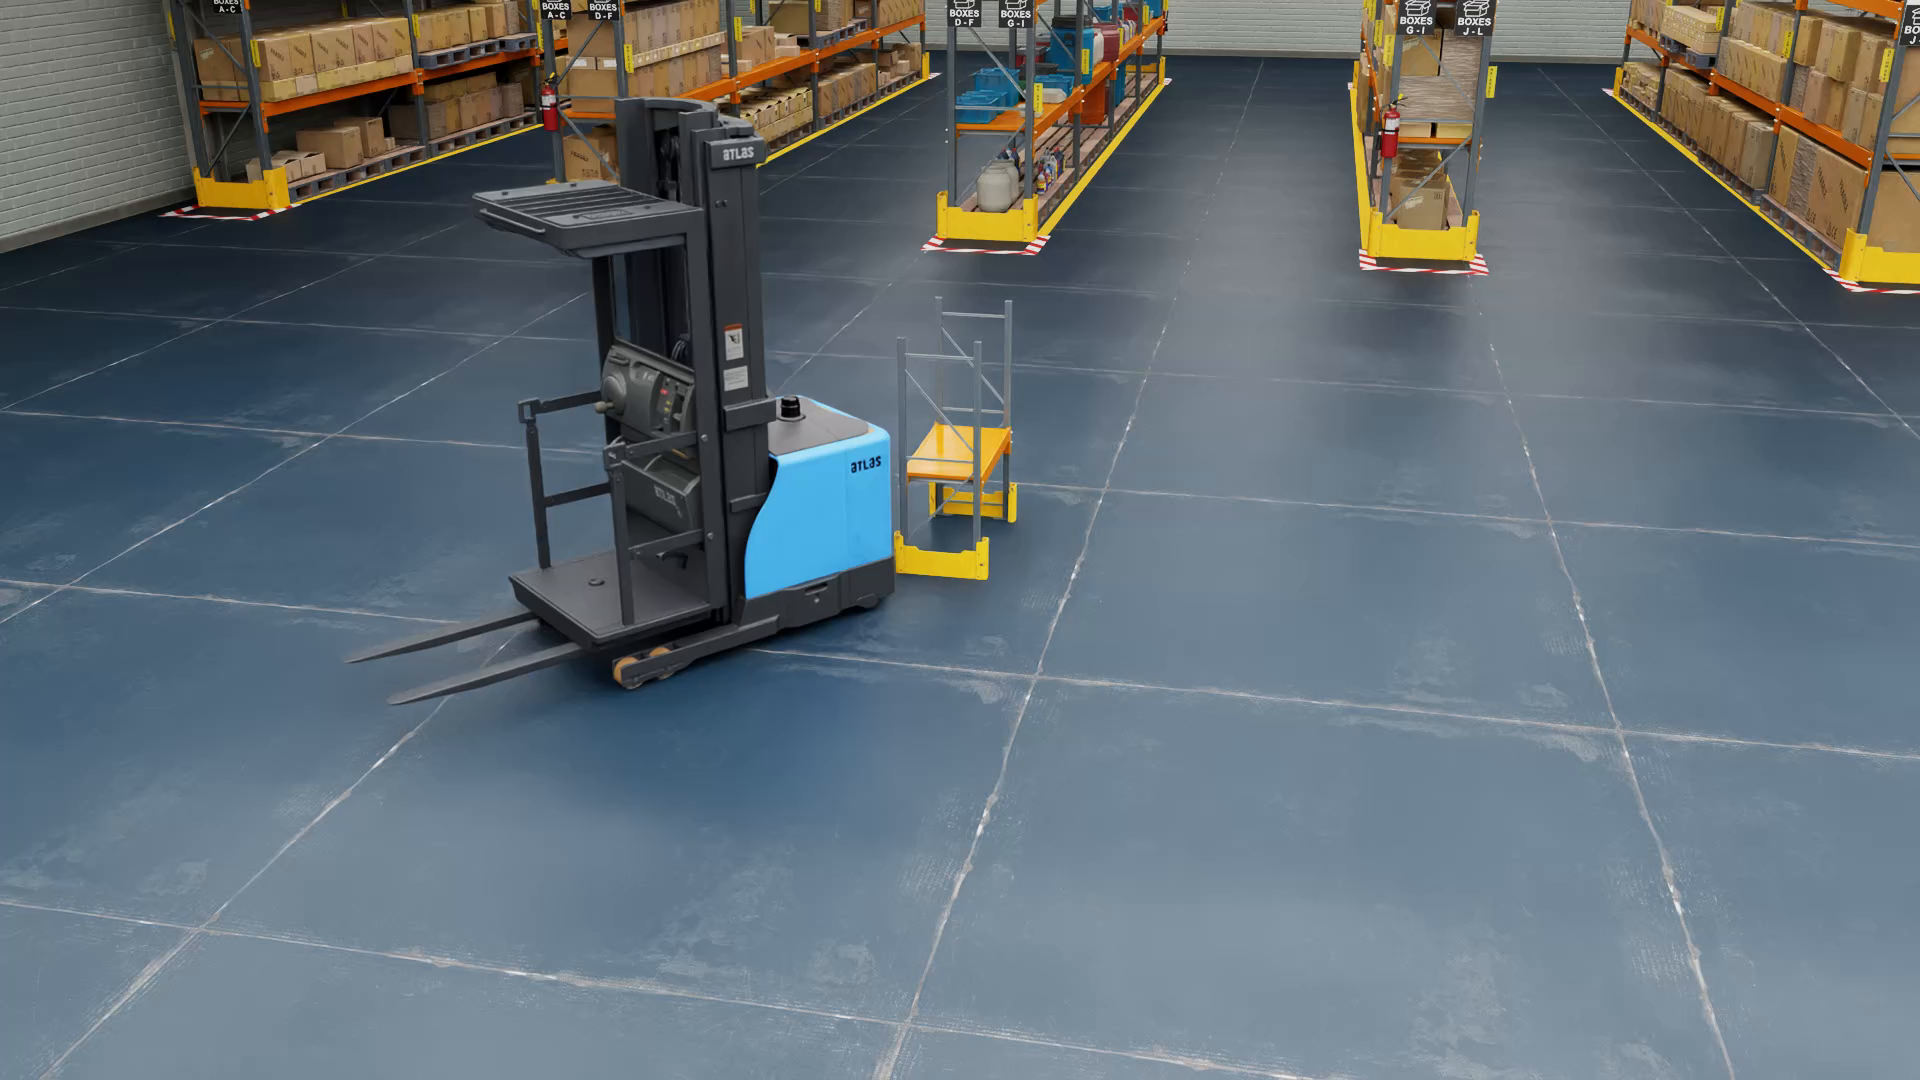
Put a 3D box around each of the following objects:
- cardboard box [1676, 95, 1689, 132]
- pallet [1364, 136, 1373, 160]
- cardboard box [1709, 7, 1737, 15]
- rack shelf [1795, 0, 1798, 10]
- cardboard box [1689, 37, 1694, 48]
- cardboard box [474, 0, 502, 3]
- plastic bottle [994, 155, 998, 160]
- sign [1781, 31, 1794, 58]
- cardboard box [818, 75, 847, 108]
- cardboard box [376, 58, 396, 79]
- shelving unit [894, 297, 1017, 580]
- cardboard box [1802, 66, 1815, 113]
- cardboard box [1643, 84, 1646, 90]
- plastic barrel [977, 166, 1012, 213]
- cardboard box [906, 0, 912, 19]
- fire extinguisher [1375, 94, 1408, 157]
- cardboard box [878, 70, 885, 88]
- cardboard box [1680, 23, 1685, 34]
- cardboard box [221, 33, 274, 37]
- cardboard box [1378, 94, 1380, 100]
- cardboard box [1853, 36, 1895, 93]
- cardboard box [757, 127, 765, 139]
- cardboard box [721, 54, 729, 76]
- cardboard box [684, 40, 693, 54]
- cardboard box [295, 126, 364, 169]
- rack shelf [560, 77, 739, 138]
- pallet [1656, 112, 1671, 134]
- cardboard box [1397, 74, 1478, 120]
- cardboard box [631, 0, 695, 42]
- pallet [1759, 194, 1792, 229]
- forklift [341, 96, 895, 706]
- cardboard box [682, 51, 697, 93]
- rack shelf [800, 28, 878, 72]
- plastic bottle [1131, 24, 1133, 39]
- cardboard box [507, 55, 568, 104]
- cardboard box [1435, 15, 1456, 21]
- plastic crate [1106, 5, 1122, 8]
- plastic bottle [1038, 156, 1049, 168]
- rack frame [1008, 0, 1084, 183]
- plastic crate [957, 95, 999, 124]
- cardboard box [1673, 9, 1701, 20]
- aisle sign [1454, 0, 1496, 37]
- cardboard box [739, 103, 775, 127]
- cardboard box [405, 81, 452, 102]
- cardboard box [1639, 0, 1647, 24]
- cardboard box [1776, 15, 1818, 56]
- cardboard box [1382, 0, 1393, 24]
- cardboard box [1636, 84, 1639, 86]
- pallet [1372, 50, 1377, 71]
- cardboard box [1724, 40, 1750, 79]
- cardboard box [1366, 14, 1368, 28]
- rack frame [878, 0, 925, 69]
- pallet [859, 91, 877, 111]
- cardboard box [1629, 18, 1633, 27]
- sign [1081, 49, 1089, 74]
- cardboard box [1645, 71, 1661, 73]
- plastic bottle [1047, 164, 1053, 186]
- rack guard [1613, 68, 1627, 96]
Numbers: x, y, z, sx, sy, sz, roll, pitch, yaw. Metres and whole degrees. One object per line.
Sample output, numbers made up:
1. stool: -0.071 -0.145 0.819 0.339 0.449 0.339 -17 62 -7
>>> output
1. cardboard box: 11.751 -6.782 26.463 0.500 0.500 0.500 3 22 9
2. pallet: 6.676 -5.938 25.315 1.003 0.211 1.213 4 22 11
3. cardboard box: 12.543 -8.659 27.317 0.380 0.149 0.250 4 22 9
4. rack shelf: 11.263 -7.429 22.231 1.077 0.370 4.000 4 22 11
5. cardboard box: 11.481 -7.672 25.661 0.380 0.149 0.250 4 22 10
6. cardboard box: -7.803 -8.954 27.480 0.380 0.149 0.250 1 22 2
7. plastic bottle: 0.475 -4.919 22.010 0.144 0.351 0.185 4 22 10
8. sign: 10.322 -6.178 20.733 0.100 0.325 0.005 4 22 11
9. cardboard box: -2.279 -7.838 29.057 0.500 0.500 0.500 4 22 10
10. cardboard box: -8.437 -6.749 23.770 0.500 0.250 0.500 5 22 11
11. shelving unit: -0.016 -0.668 10.504 0.587 1.500 1.083 4 22 11
12. cardboard box: 10.702 -5.370 19.972 0.875 0.550 0.550 4 22 11
13. cardboard box: 12.576 -8.190 30.029 0.380 0.149 0.250 3 22 8
14. plastic barrel: 0.415 -4.256 20.175 0.421 0.512 0.421 0 22 0
15. cardboard box: -1.263 -10.689 33.246 0.500 0.500 0.500 5 22 11
16. fire extinguisher: 4.730 -4.549 18.237 0.296 0.674 0.183 4 22 11
17. cardboard box: -1.747 -8.831 31.775 0.500 0.311 0.500 4 22 11
18. cardboard box: 11.640 -8.100 26.327 0.380 0.149 0.250 4 22 10
19. cardboard box: -9.343 -6.384 21.860 0.500 0.500 0.500 5 22 12
20. cardboard box: 5.618 -5.792 21.556 0.380 0.149 0.250 4 22 11
21. cardboard box: 10.175 -5.088 17.825 0.875 0.550 0.550 4 22 11
22. cardboard box: -3.246 -6.046 24.968 0.500 0.250 0.500 5 22 12
23. cardboard box: -3.619 -6.925 24.233 0.500 0.250 0.500 6 23 14
24. cardboard box: -3.783 -6.578 22.170 0.380 0.149 0.250 5 22 12
25. cardboard box: -8.799 -5.488 23.222 0.700 0.500 0.500 3 22 8
26. rack shelf: -4.085 -5.746 22.068 1.077 0.370 4.000 4 22 11
27. pallet: 12.330 -6.987 27.919 1.003 0.211 1.213 4 22 11
28. cardboard box: 5.343 -4.975 18.659 0.875 0.500 0.500 4 22 11
29. cardboard box: -3.966 -6.928 22.171 0.700 0.500 0.500 4 22 11
30. pallet: 10.623 -4.074 20.686 1.003 0.211 1.213 4 22 11
31. forklift: -1.854 -0.787 8.884 3.031 2.935 1.130 -17 27 -35
32. cardboard box: -3.969 -6.318 22.392 0.700 0.500 0.500 5 22 12
33. rack shelf: -2.453 -8.672 29.333 1.077 0.370 4.000 4 22 11
34. plastic bottle: 2.965 -8.998 29.346 0.152 0.276 0.135 4 22 11
35. cardboard box: -7.432 -8.107 29.283 0.750 0.750 0.750 4 22 10
36. cardboard box: 5.889 -5.969 19.788 0.500 0.500 0.500 4 22 11
37. plastic crate: 3.113 -10.465 32.966 0.416 0.233 0.300 4 22 11
38. plastic bottle: 1.133 -5.047 22.427 0.152 0.276 0.135 4 22 11
39. rack frame: 1.171 -6.432 22.809 1.000 3.000 0.127 4 22 11
40. plastic crate: 0.164 -5.106 19.716 0.499 0.251 0.616 4 22 11
41. cardboard box: 11.798 -8.523 26.979 0.380 0.149 0.250 4 22 10
42. aisle sign: 5.485 -5.752 17.640 0.394 0.787 0.004 4 22 11
43. cardboard box: -3.137 -6.495 25.332 0.500 0.311 0.500 4 22 9
44. cardboard box: -8.307 -7.011 26.001 0.500 0.250 0.500 4 22 10
45. cardboard box: 12.745 -9.693 30.375 0.500 0.500 0.500 5 22 12
46. cardboard box: 11.054 -6.520 21.555 0.700 0.500 0.500 4 22 10
47. cardboard box: 7.002 -8.295 25.959 0.797 0.503 0.637 5 23 13
48. cardboard box: 12.748 -8.354 30.836 0.380 0.149 0.250 5 22 11
49. pallet: 6.795 -7.160 24.872 1.213 0.211 1.003 4 22 11
50. cardboard box: 11.215 -6.819 23.636 0.500 0.500 0.500 4 22 10
51. cardboard box: 7.486 -9.230 29.559 0.500 0.250 0.500 4 22 10
52. rack frame: -1.228 -11.200 34.647 1.000 3.000 0.127 4 22 11
53. pallet: -2.173 -8.143 30.790 1.003 0.211 1.213 4 22 11
54. cardboard box: 12.917 -9.818 31.553 0.380 0.149 0.250 4 22 10
55. sign: 1.708 -6.514 22.643 0.100 0.325 0.005 4 22 11
56. cardboard box: 12.658 -8.429 30.224 0.380 0.149 0.250 5 22 11
57. plastic bottle: 1.162 -4.783 21.778 0.097 0.271 0.097 0 22 0
58. rack guard: 13.288 -8.841 32.136 1.175 0.500 0.348 4 22 11
